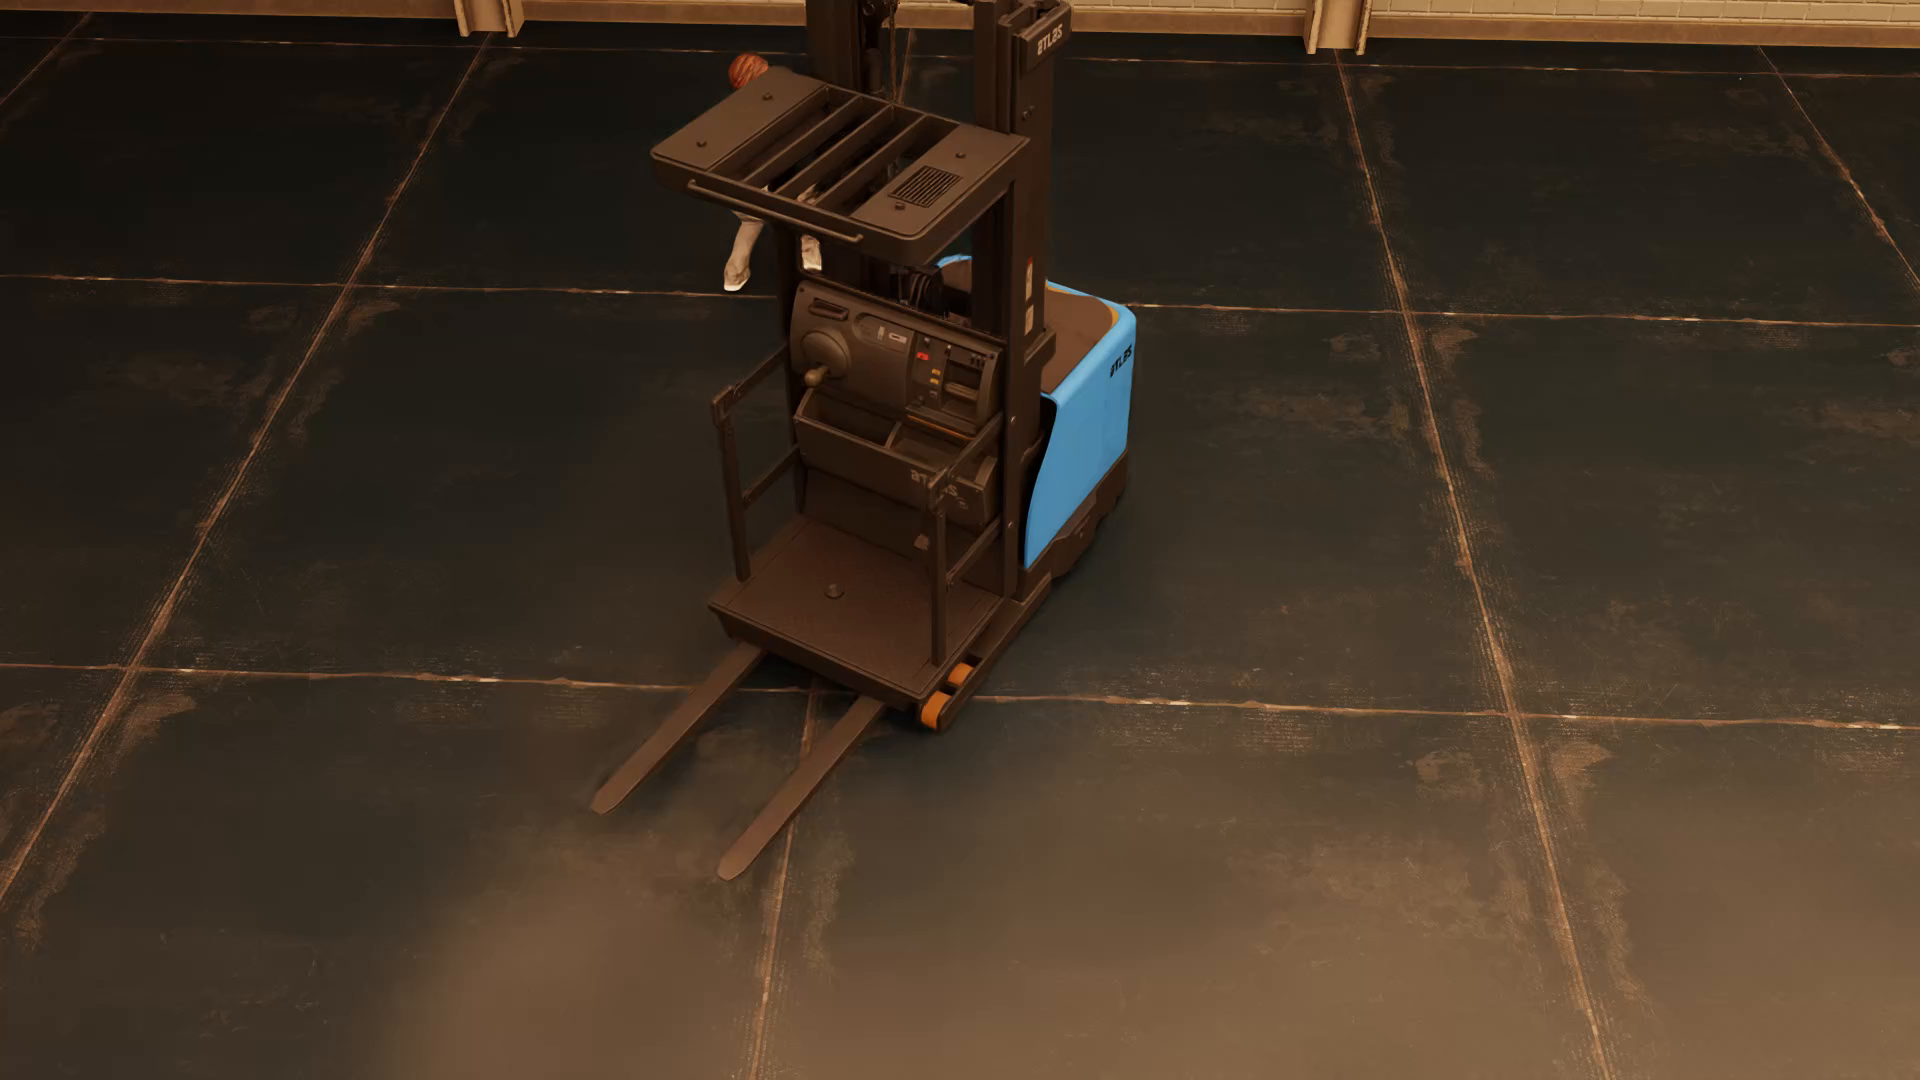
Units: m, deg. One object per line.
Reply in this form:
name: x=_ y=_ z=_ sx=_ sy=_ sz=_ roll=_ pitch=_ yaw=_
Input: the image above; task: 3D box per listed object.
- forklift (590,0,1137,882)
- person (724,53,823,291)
forklift: x=-0.377 y=-0.638 z=6.441 sx=1.130 sy=2.935 sz=3.031 roll=22 pitch=47 yaw=22
person: x=-1.021 y=-1.962 z=9.075 sx=0.661 sy=1.383 sz=0.620 roll=19 pitch=46 yaw=20
